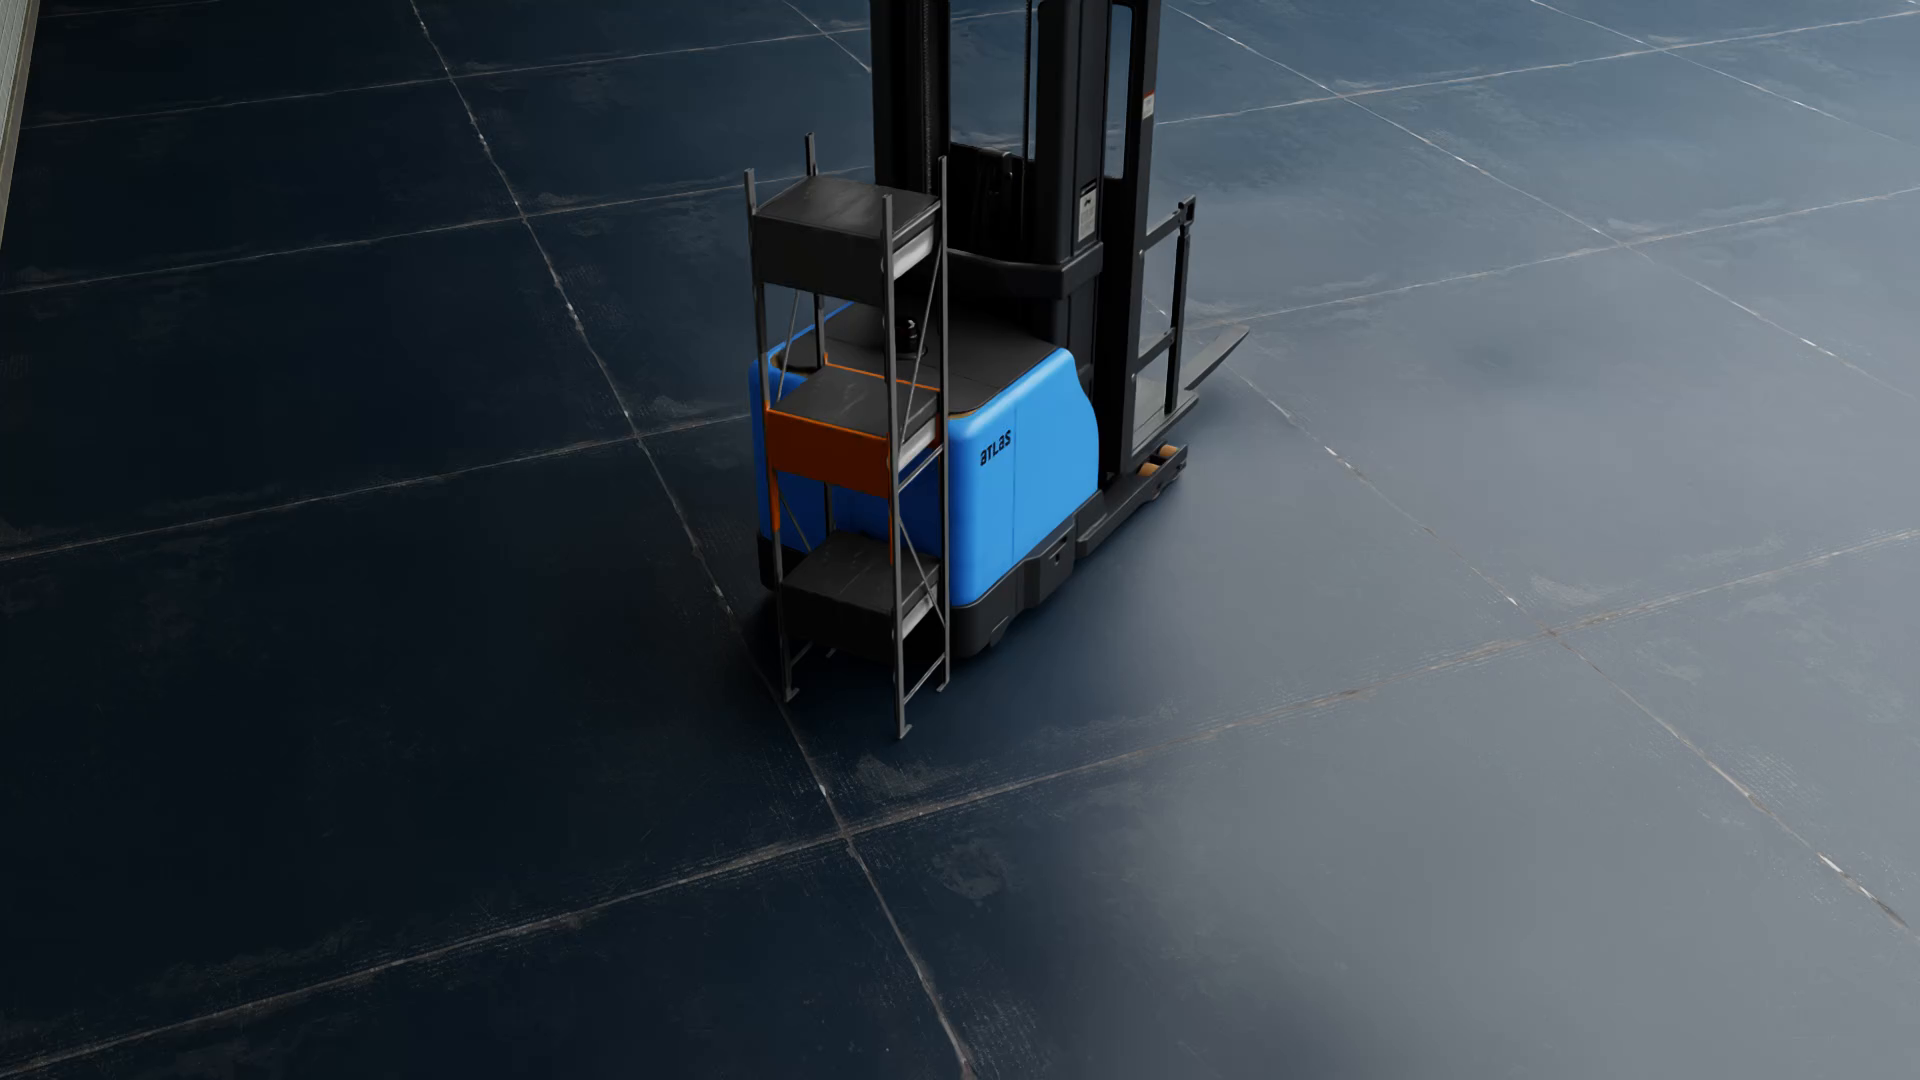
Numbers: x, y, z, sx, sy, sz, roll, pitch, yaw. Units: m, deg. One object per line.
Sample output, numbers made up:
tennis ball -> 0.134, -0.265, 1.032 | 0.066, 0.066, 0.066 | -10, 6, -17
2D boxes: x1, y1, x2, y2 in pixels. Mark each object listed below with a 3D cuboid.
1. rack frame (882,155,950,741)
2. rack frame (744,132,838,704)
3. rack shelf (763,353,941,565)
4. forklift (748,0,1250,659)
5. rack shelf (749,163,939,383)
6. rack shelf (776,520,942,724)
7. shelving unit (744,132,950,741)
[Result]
rack frame -> -0.137, -0.241, 5.694 | 0.015, 2.100, 0.400 | 15, 36, 22
rack frame -> -0.573, -0.360, 5.877 | 0.015, 2.100, 0.400 | 15, 36, 22
rack shelf -> -0.355, -0.289, 5.793 | 0.480, 0.518, 0.431 | 15, 36, 22
forklift -> 0.391, -1.537, 6.924 | 1.130, 2.935, 3.031 | 19, 38, 27
rack shelf -> -0.356, -0.875, 5.411 | 0.480, 0.518, 0.431 | 15, 36, 22
rack shelf -> -0.354, 0.298, 6.175 | 0.480, 0.518, 0.431 | 15, 36, 22
shelving unit -> -0.355, -0.300, 5.785 | 0.503, 2.100, 0.431 | 15, 36, 22
